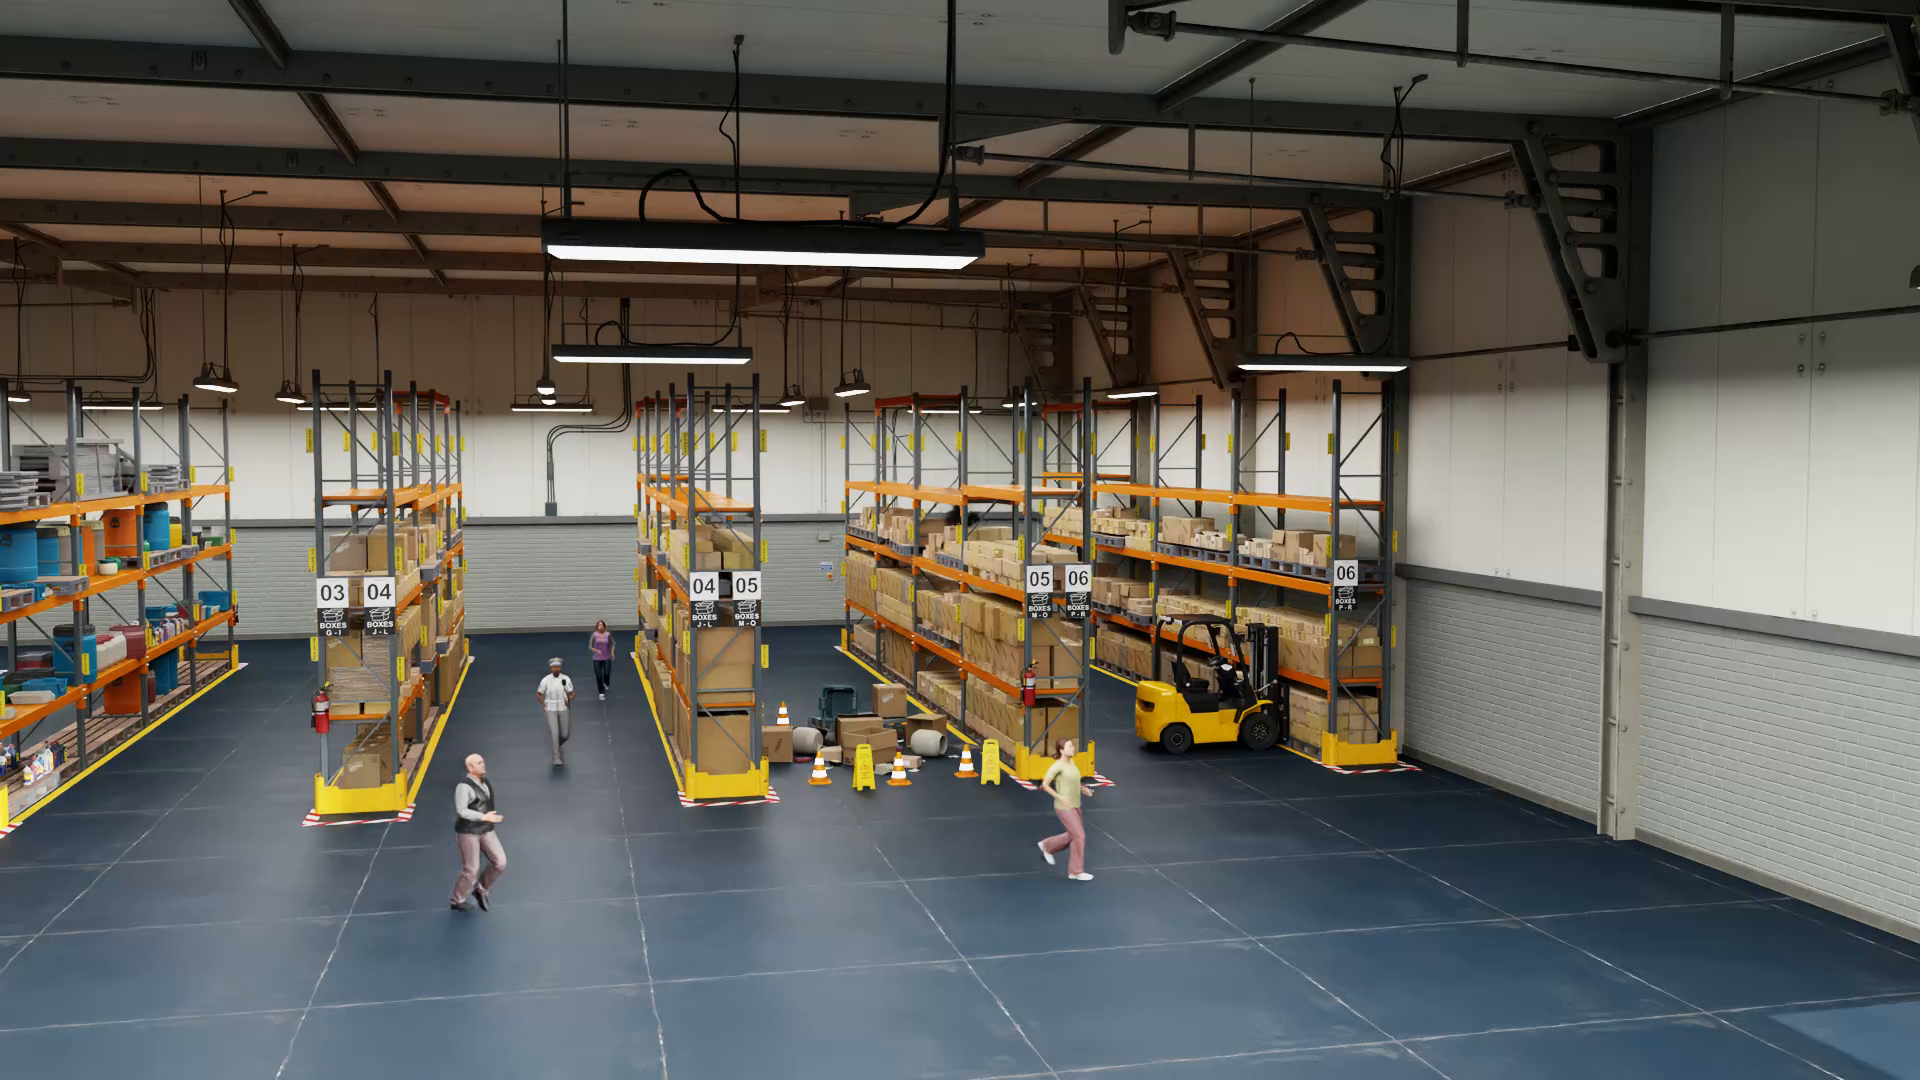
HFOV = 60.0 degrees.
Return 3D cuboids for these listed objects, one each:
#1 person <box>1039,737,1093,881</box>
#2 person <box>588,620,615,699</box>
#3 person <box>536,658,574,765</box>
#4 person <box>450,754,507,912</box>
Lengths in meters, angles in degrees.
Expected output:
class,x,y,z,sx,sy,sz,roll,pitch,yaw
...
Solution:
class,x,y,z,sx,sy,sz,roll,pitch,yaw
person,1.193,3.046,19.164,0.733,1.566,0.586,2,4,33
person,-6.989,2.346,32.506,0.526,1.562,0.533,-1,3,-15
person,-6.347,2.664,26.107,0.581,1.655,0.700,-1,4,-21
person,-5.105,3.136,17.676,0.692,1.742,0.685,1,4,20
